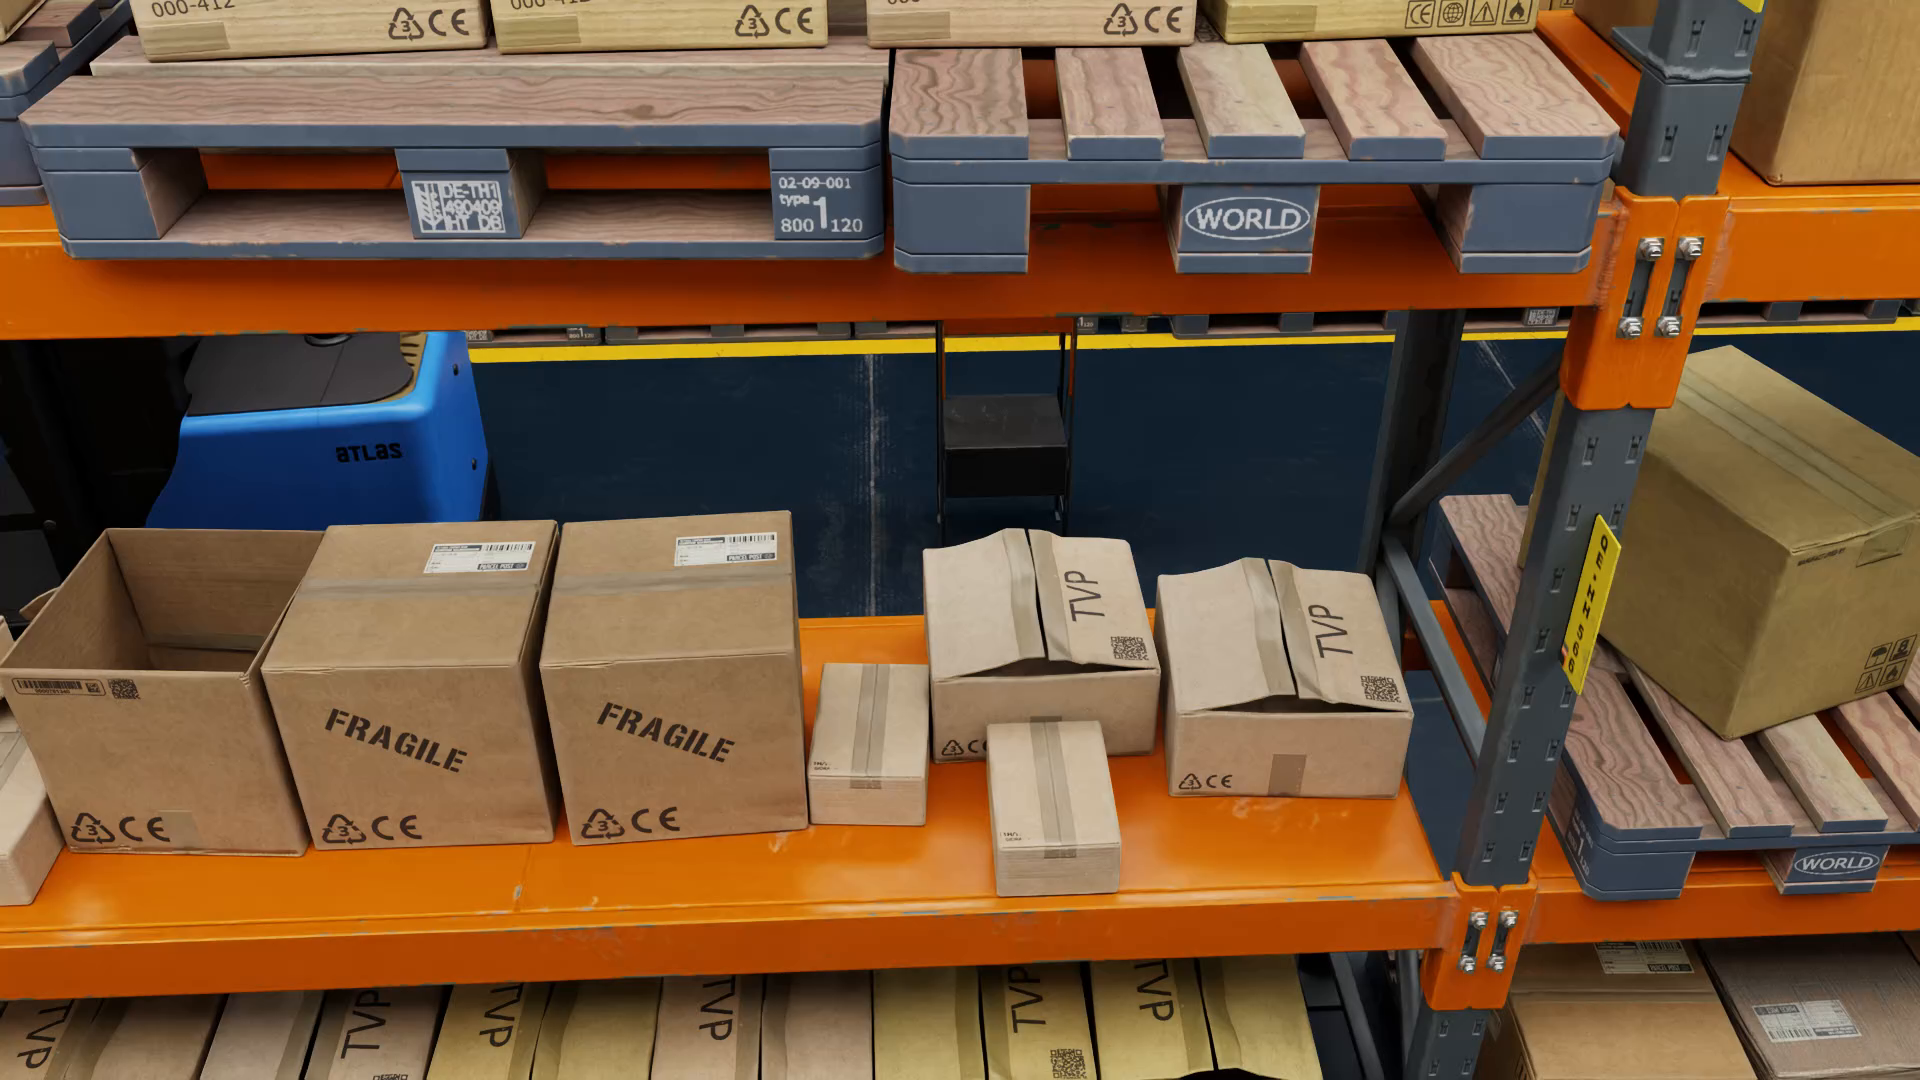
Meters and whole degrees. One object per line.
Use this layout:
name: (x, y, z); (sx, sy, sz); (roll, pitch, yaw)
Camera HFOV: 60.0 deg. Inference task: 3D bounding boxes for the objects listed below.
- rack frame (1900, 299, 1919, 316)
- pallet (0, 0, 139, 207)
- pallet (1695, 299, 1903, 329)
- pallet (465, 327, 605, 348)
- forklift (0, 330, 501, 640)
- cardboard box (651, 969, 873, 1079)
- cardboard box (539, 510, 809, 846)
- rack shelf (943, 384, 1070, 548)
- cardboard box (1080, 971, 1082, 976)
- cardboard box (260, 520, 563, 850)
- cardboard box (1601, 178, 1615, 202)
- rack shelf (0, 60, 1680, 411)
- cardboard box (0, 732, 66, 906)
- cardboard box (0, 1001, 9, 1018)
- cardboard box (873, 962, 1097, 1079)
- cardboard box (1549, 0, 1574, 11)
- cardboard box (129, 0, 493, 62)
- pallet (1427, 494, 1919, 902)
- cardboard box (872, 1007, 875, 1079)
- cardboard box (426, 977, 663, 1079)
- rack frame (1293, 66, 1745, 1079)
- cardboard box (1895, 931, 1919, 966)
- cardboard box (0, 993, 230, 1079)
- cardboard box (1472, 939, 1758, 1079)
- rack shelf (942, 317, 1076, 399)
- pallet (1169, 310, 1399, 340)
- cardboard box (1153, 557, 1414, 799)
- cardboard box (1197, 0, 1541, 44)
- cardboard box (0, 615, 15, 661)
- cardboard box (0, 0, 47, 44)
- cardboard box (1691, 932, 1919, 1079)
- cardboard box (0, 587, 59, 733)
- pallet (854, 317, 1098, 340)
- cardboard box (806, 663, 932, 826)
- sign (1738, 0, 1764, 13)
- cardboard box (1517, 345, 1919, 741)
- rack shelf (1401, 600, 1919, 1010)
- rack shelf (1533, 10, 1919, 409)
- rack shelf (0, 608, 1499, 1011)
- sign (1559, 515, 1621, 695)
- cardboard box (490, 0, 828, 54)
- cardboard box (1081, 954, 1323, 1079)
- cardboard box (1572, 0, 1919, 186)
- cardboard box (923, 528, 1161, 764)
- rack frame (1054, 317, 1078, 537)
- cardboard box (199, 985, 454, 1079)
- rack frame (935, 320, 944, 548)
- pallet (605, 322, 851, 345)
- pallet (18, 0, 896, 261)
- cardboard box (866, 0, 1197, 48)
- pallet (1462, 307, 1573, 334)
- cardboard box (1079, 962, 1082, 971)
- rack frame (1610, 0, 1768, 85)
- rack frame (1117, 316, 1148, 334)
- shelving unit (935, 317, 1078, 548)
rack frame: (4.834, -2.645, 7.937); (0.127, 3.000, 1.000); (-2, 35, -2)
pallet: (-2.038, -0.800, 2.802); (1.217, 0.209, 0.805); (-3, 35, -4)
pallet: (4.067, -1.435, 8.638); (1.213, 0.211, 1.003); (-2, 35, -2)
pallet: (-2.379, -1.305, 8.450); (1.213, 0.211, 1.003); (-2, 35, -2)
forklift: (-3.320, -0.921, 5.505); (3.031, 2.935, 1.130); (-5, 35, -7)
cardboard box: (-0.458, 1.189, 3.950); (0.500, 0.311, 0.500); (-2, 35, -3)
cardboard box: (-0.598, 0.291, 3.605); (0.500, 0.500, 0.500); (-3, 35, -5)
rack shelf: (0.165, -0.281, 6.565); (0.480, 0.518, 0.431); (-2, 35, -2)
cardboard box: (0.540, 1.083, 4.596); (0.500, 0.250, 0.500); (-2, 35, -2)
cardboard box: (-1.124, 0.306, 3.585); (0.500, 0.500, 0.500); (-1, 35, -2)
cardboard box: (3.304, -1.817, 8.260); (0.750, 0.750, 0.750); (-1, 35, -1)
rack shelf: (-0.921, -0.606, 2.986); (4.000, 0.370, 1.077); (-2, 35, -2)
cardboard box: (-2.024, 0.581, 3.495); (0.250, 0.149, 0.380); (-2, 35, -2)
cardboard box: (-2.494, 1.244, 3.872); (0.500, 0.311, 0.500); (-1, 35, -2)
cardboard box: (0.047, 1.177, 3.968); (0.500, 0.311, 0.500); (-2, 35, -3)
cardboard box: (2.875, -2.617, 7.529); (0.500, 0.500, 0.500); (-1, 35, -1)
cardboard box: (-1.006, -0.975, 2.650); (0.500, 0.250, 0.500); (-4, 35, -6)
pallet: (1.751, 0.299, 3.851); (1.003, 0.211, 1.213); (-2, 35, -2)
cardboard box: (-0.454, 1.417, 4.114); (0.500, 0.250, 0.500); (-1, 35, -1)
cardboard box: (-0.958, 1.201, 3.932); (0.500, 0.311, 0.500); (-1, 35, -1)
rack frame: (1.077, 0.278, 3.712); (0.127, 3.000, 1.000); (-2, 35, -2)
cardboard box: (2.569, 1.247, 4.122); (0.500, 0.500, 0.500); (-2, 35, -3)
cardboard box: (-1.993, 1.233, 3.887); (0.500, 0.311, 0.500); (-2, 35, -3)
cardboard box: (1.545, 1.275, 4.082); (0.500, 0.500, 0.500); (0, 35, 0)
rack shelf: (0.165, -0.857, 6.167); (0.480, 0.518, 0.431); (-2, 35, -2)
pallet: (1.630, -1.369, 8.543); (1.213, 0.211, 1.003); (-2, 35, -2)
cardboard box: (0.712, 0.300, 3.759); (0.500, 0.311, 0.500); (1, 35, 1)
cardboard box: (0.627, -1.022, 2.718); (0.500, 0.250, 0.500); (-4, 35, -6)
cardboard box: (-2.429, 0.409, 3.654); (0.500, 0.250, 0.500); (1, 35, 1)
cardboard box: (-1.754, -0.986, 2.666); (0.500, 0.250, 0.500); (-5, 35, -7)
cardboard box: (2.068, 1.258, 4.107); (0.500, 0.500, 0.500); (-3, 35, -4)
cardboard box: (-2.049, 0.313, 3.780); (0.258, 0.266, 0.396); (-2, 35, -3)
pallet: (0.058, -1.371, 8.545); (1.213, 0.211, 1.003); (-2, 35, -2)
cardboard box: (-0.194, 0.448, 3.688); (0.250, 0.149, 0.380); (1, 35, 1)
sign: (1.095, -0.885, 2.233); (0.005, 0.325, 0.100); (-2, 35, -2)
cardboard box: (1.701, -0.017, 3.682); (0.500, 0.500, 0.700); (-13, 37, -18)
rack shelf: (3.075, 0.520, 3.995); (4.000, 0.370, 1.077); (-2, 35, -2)
rack shelf: (3.075, -0.713, 3.141); (4.000, 0.370, 1.077); (-2, 35, -2)
rack shelf: (-0.921, 0.628, 3.839); (4.000, 0.370, 1.077); (-2, 35, -2)
sign: (1.107, 0.117, 2.927); (0.005, 0.325, 0.100); (-2, 35, -2)
cardboard box: (-0.468, -0.989, 2.670); (0.500, 0.250, 0.500); (-2, 35, -3)
cardboard box: (0.566, 1.159, 3.993); (0.500, 0.311, 0.500); (-1, 35, -1)
cardboard box: (1.511, -1.027, 2.875); (0.500, 0.500, 0.910); (-2, 35, -2)
cardboard box: (0.175, 0.229, 3.862); (0.500, 0.311, 0.500); (-2, 35, -3)
rack frame: (0.409, -0.874, 6.168); (0.015, 2.100, 0.400); (-2, 35, -2)
cardboard box: (-1.477, 1.218, 3.908); (0.500, 0.311, 0.500); (-3, 35, -4)
rack frame: (-0.078, -0.861, 6.149); (0.015, 2.100, 0.400); (-2, 35, -2)
pallet: (-1.157, -1.340, 8.500); (1.213, 0.211, 1.003); (-2, 35, -2)
pallet: (-0.713, -0.777, 2.767); (1.213, 0.211, 1.003); (0, 35, 0)
cardboard box: (0.104, -0.998, 2.683); (0.500, 0.250, 0.500); (-1, 35, -1)
pallet: (2.846, -1.401, 8.588); (1.213, 0.211, 1.003); (-2, 35, -2)
cardboard box: (0.540, 0.853, 4.437); (0.500, 0.311, 0.500); (0, 35, -1)
rack frame: (1.077, -2.189, 2.005); (0.127, 3.000, 1.000); (-2, 35, -2)
rack frame: (0.839, -2.538, 7.781); (0.127, 3.000, 1.000); (-2, 35, -2)
shelving unit: (0.165, -0.868, 6.159); (0.503, 2.100, 0.431); (-2, 35, -2)
